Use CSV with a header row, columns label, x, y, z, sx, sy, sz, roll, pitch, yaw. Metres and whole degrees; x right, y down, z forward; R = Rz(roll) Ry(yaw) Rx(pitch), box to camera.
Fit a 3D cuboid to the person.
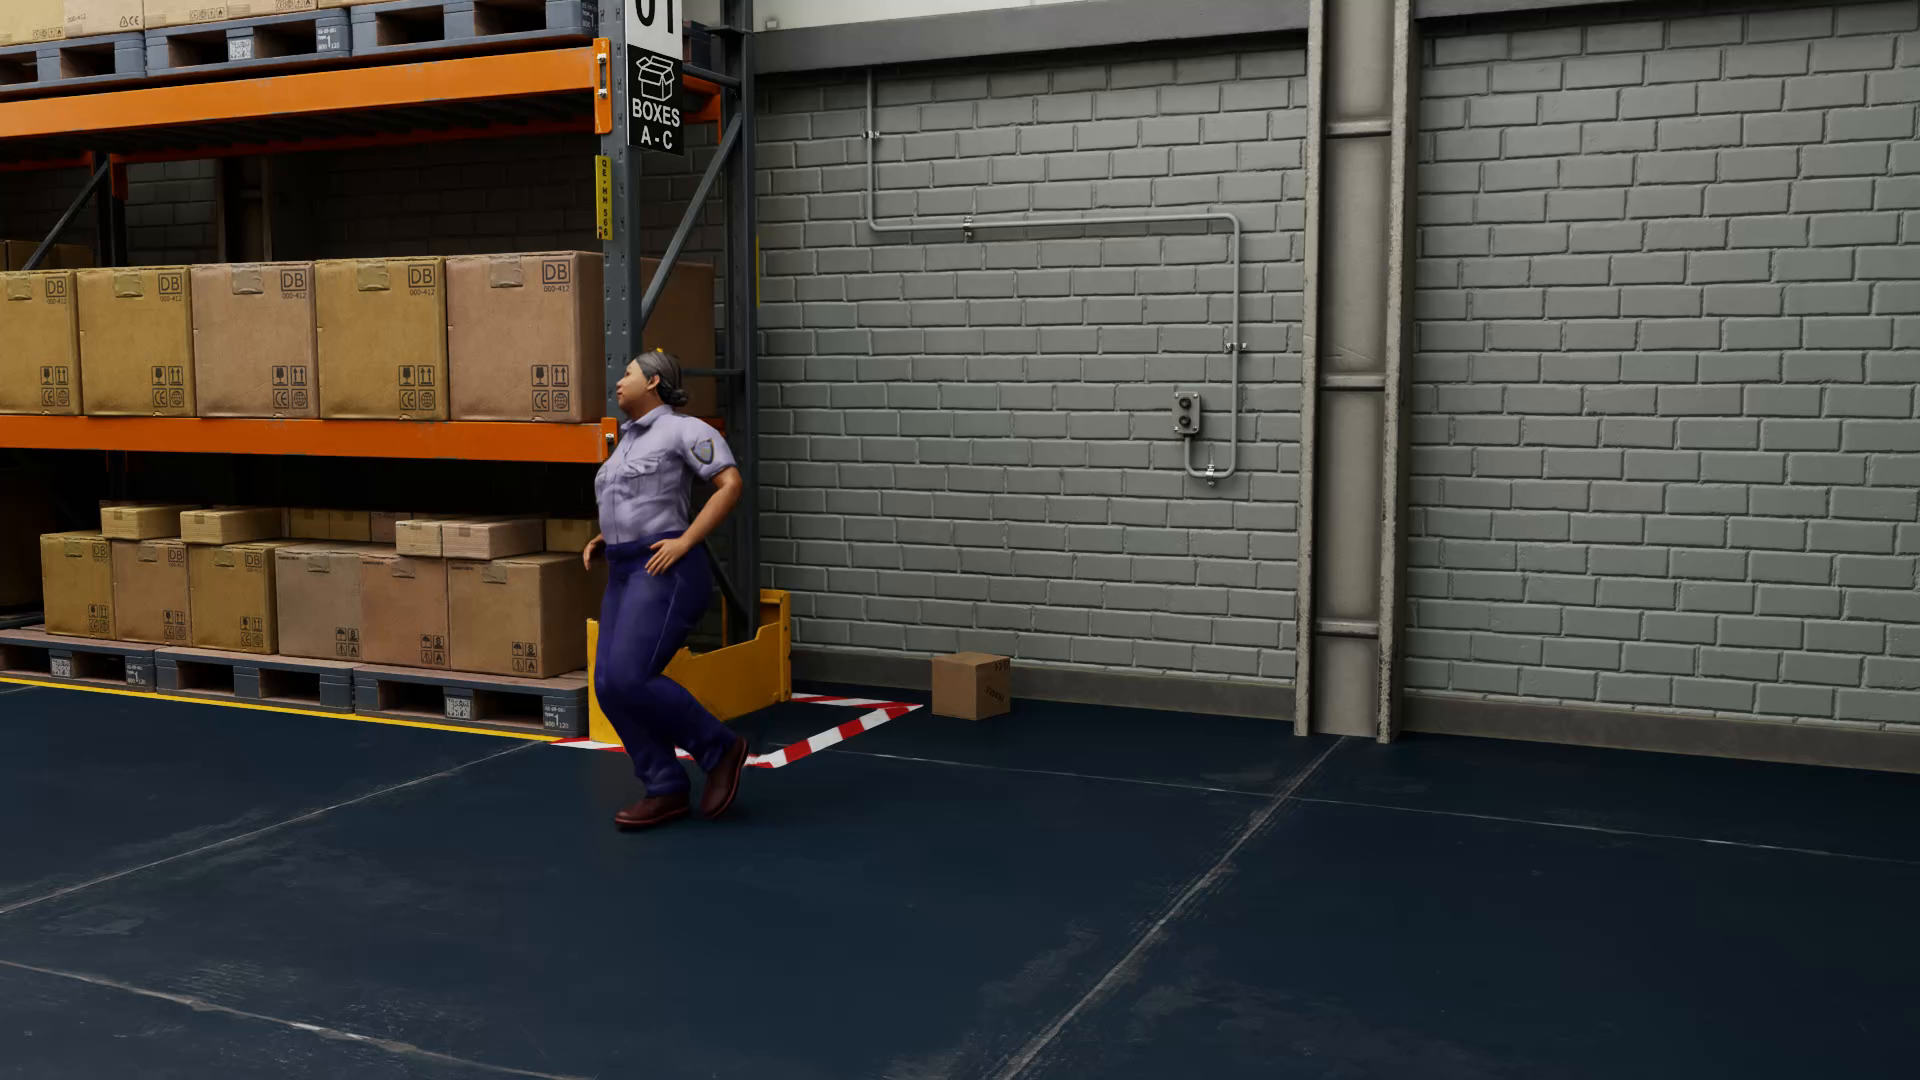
label,x,y,z,sx,sy,sz,roll,pitch,yaw
person,-1.075,0.149,5.663,0.478,1.561,0.660,-4,7,-38
